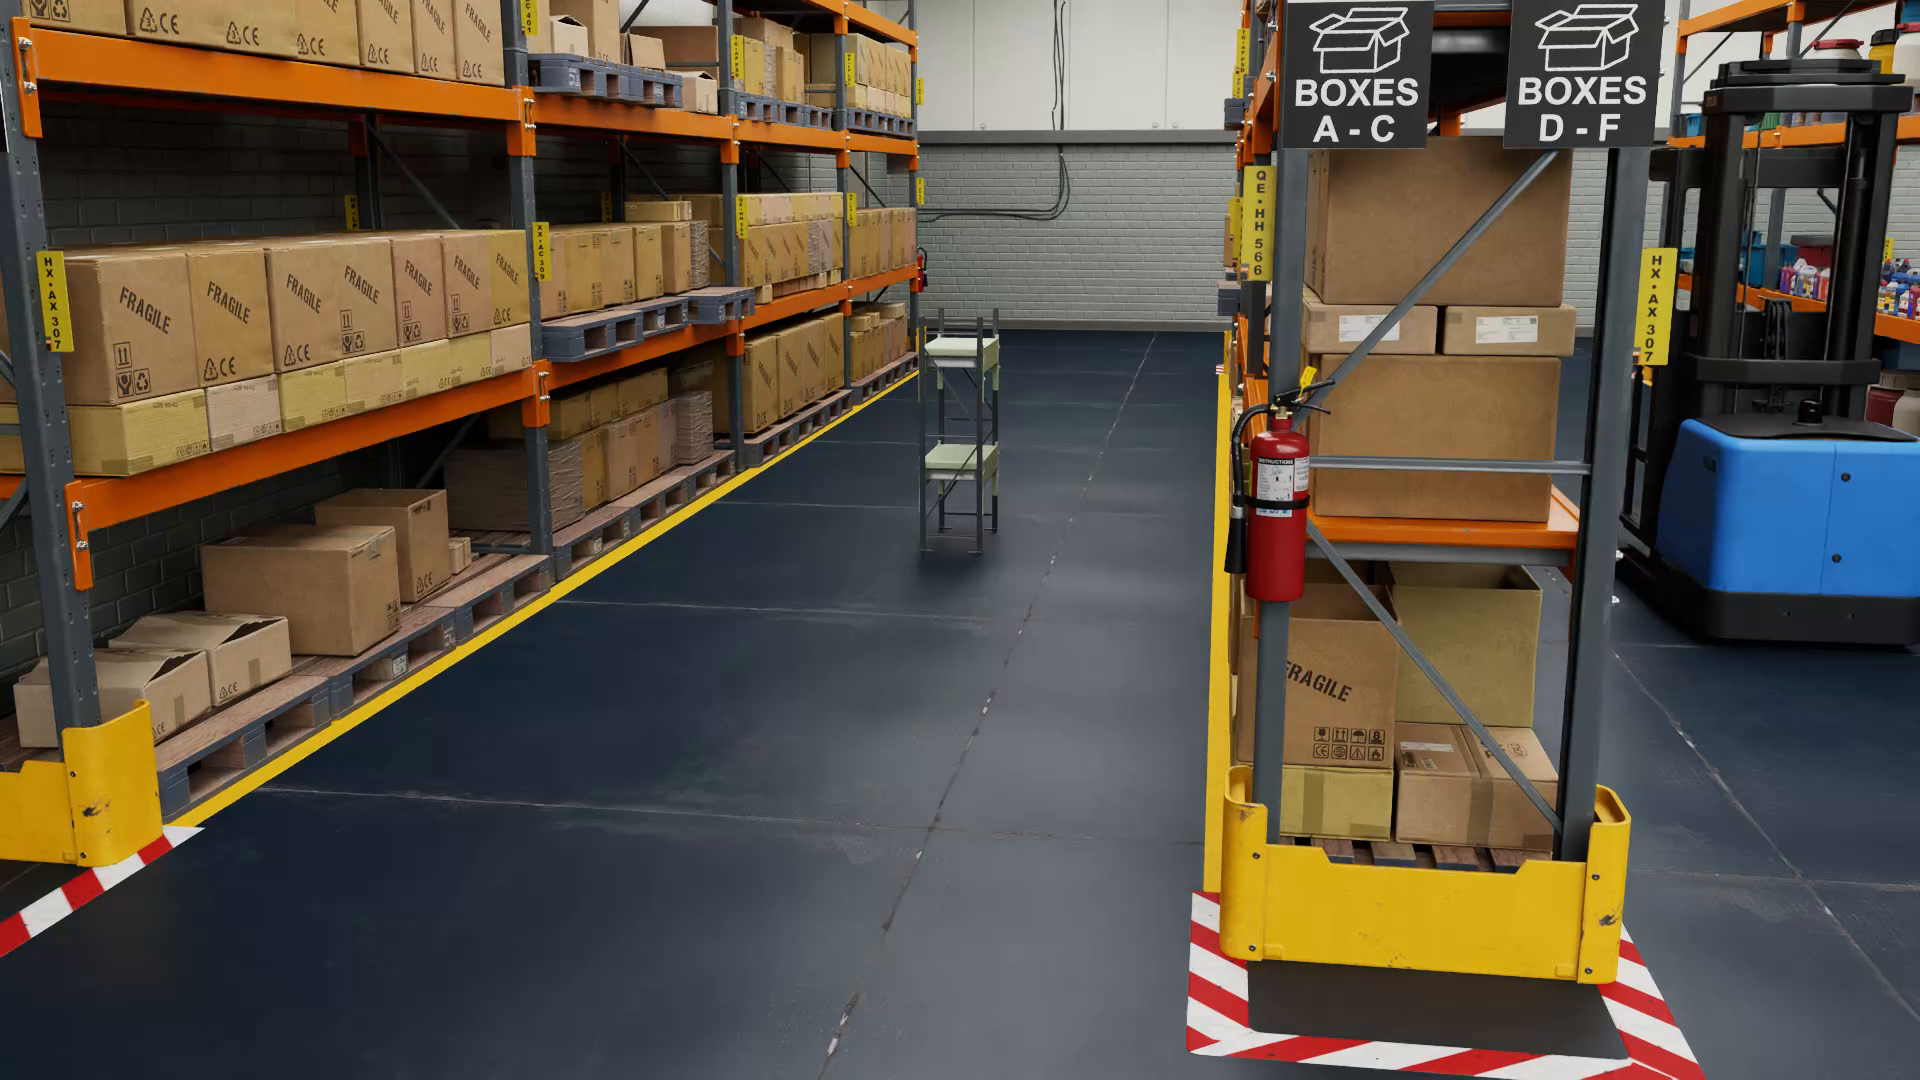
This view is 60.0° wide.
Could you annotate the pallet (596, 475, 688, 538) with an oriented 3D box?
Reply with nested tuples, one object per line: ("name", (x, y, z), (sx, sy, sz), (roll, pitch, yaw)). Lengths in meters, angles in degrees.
("pallet", (-2.576, -0.259, 11.693), (1.003, 0.211, 1.213), (2, 12, 9))

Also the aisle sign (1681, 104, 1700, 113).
("aisle sign", (8.473, -4.678, 19.407), (0.394, 0.787, 0.004), (2, 12, 9))

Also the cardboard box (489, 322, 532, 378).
("cardboard box", (-2.653, -1.033, 8.976), (0.500, 0.250, 0.500), (2, 12, 9))

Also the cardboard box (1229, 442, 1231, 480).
("cardboard box", (2.184, -0.535, 11.886), (0.500, 0.250, 0.500), (2, 12, 7))

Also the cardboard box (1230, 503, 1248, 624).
("cardboard box", (1.407, 0.126, 7.041), (0.500, 0.500, 0.500), (2, 12, 9))

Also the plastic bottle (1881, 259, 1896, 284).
("plastic bottle", (8.151, -2.290, 14.615), (0.144, 0.351, 0.185), (2, 12, 9))

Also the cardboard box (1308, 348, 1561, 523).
("cardboard box", (1.485, -0.358, 5.299), (0.700, 0.500, 0.500), (2, 12, 9))

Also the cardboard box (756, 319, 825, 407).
("cardboard box", (-1.754, -1.700, 15.869), (0.750, 0.750, 0.750), (2, 12, 10))

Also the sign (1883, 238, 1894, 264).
("sign", (8.683, -2.667, 15.590), (0.100, 0.325, 0.005), (2, 12, 9))

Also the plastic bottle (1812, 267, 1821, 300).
("plastic bottle", (7.526, -2.245, 14.568), (0.061, 0.283, 0.133), (2, 12, 9))

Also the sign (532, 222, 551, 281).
("sign", (-2.342, -1.612, 9.300), (0.100, 0.325, 0.005), (2, 12, 9))

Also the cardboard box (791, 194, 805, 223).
("cardboard box", (-1.712, -3.017, 15.103), (0.500, 0.250, 0.500), (2, 12, 7))

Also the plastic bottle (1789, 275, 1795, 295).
("plastic bottle", (7.642, -2.337, 15.191), (0.097, 0.201, 0.097), (0, 12, 0))

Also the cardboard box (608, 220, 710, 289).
("cardboard box", (-2.327, -2.204, 12.817), (0.700, 0.500, 0.500), (0, 12, 2))

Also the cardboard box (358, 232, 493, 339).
("cardboard box", (-2.718, -1.296, 8.414), (0.500, 0.500, 0.500), (2, 12, 8))

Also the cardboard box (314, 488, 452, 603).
("cardboard box", (-2.999, 0.019, 8.674), (0.500, 0.500, 0.500), (1, 12, 4))

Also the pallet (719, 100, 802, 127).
("pallet", (-2.048, -3.780, 14.744), (1.003, 0.211, 1.213), (2, 12, 11))

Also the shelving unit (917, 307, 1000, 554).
("shelving unit", (-0.001, -0.732, 10.829), (0.431, 1.500, 0.755), (2, 12, 9))

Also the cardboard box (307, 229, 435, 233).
("cardboard box", (-3.158, -1.417, 8.978), (0.500, 0.500, 0.500), (2, 12, 7))

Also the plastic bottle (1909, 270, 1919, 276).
("plastic bottle", (8.245, -2.187, 14.317), (0.152, 0.276, 0.135), (2, 12, 9))

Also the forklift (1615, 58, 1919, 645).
("forklift", (4.475, -1.170, 9.466), (1.130, 2.935, 3.031), (2, 12, 8))

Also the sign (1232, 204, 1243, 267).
("sign", (1.478, -1.588, 8.683), (0.100, 0.325, 0.005), (2, 12, 9))

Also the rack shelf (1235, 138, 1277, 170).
("rack shelf", (3.554, -4.242, 18.143), (1.077, 0.370, 4.000), (2, 12, 9))

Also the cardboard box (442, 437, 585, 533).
("cardboard box", (-2.783, -0.352, 10.396), (0.700, 0.500, 0.500), (2, 12, 11))

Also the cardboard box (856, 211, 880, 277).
("cardboard box", (-1.432, -3.281, 18.387), (0.980, 0.700, 0.700), (2, 12, 7))

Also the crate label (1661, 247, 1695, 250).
("crate label", (8.392, -3.289, 19.389), (0.416, 0.233, 0.303), (2, 12, 9))

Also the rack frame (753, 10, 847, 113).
("rack frame", (-1.649, -5.803, 16.561), (1.000, 3.000, 0.127), (2, 12, 9))

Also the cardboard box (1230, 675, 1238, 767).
("cardboard box", (1.256, 0.700, 6.153), (0.500, 0.250, 0.500), (2, 12, 9))

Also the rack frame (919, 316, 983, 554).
("rack frame", (-0.057, -0.656, 10.475), (0.400, 1.500, 0.023), (2, 12, 9))

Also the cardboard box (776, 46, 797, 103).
("cardboard box", (-1.914, -4.303, 15.439), (0.700, 0.500, 0.500), (2, 12, 8))

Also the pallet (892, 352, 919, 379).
("pallet", (-1.079, -2.171, 20.566), (1.003, 0.211, 1.213), (2, 12, 9))

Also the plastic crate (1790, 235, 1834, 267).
("plastic crate", (8.525, -2.788, 16.515), (0.402, 0.464, 0.583), (2, 12, 9))

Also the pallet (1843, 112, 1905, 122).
("pallet", (7.945, -3.521, 13.539), (1.003, 0.211, 1.213), (2, 12, 9))

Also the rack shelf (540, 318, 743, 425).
("rack shelf", (-2.572, -1.270, 11.473), (1.077, 0.370, 4.000), (2, 12, 9))

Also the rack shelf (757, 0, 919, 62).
("rack shelf", (-1.341, -5.672, 18.611), (1.077, 0.370, 4.000), (2, 12, 9))

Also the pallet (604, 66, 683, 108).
("pallet", (-2.523, -2.921, 10.752), (1.213, 0.211, 1.003), (2, 12, 9))

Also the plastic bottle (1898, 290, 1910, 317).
("plastic bottle", (7.252, -1.809, 12.741), (0.097, 0.201, 0.097), (0, 12, 0))

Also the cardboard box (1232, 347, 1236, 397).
("cardboard box", (2.931, -1.611, 16.238), (0.500, 0.500, 0.500), (1, 12, 6))

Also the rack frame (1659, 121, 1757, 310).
("rack frame", (8.755, -3.382, 19.567), (1.000, 3.000, 0.127), (2, 12, 9))

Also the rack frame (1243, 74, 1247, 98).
("rack frame", (3.246, -5.643, 15.820), (1.000, 3.000, 0.127), (2, 12, 9))

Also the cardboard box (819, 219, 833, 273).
("cardboard box", (-1.540, -2.864, 16.171), (0.500, 0.500, 0.500), (2, 12, 9))

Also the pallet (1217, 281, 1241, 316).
("pallet", (2.666, -1.928, 13.273), (1.213, 0.211, 1.003), (2, 12, 9))

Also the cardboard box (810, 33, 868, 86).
("cardboard box", (-1.262, -5.024, 17.405), (0.500, 0.500, 0.500), (2, 12, 8))

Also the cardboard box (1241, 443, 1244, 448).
("cardboard box", (1.948, -0.487, 10.330), (0.500, 0.311, 0.500), (2, 12, 8))

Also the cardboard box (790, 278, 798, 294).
("cardboard box", (-1.712, -2.360, 15.373), (0.380, 0.149, 0.250), (2, 12, 10))

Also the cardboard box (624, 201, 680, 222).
("cardboard box", (-2.322, -2.479, 12.553), (0.380, 0.149, 0.250), (0, 12, -1))

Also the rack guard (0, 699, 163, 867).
("rack guard", (-3.483, 0.834, 5.938), (1.175, 0.500, 0.348), (2, 12, 9))

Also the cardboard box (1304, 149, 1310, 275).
("cardboard box", (1.646, -1.218, 6.209), (0.700, 0.500, 0.500), (2, 12, 9))

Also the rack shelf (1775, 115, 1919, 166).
("rack shelf", (7.833, -3.248, 13.531), (1.077, 0.370, 4.000), (2, 12, 9))

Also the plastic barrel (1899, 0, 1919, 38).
("plastic barrel", (8.029, -4.106, 13.619), (0.600, 0.901, 0.708), (2, 12, 9))

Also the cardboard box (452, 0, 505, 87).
("cardboard box", (-2.713, -2.616, 8.609), (0.500, 0.500, 0.500), (2, 12, 10))

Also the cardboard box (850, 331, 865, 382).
("cardboard box", (-1.433, -2.006, 18.119), (0.700, 0.500, 0.500), (2, 12, 9))

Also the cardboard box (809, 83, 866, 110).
("cardboard box", (-1.282, -4.653, 17.466), (0.500, 0.250, 0.500), (2, 12, 8))
